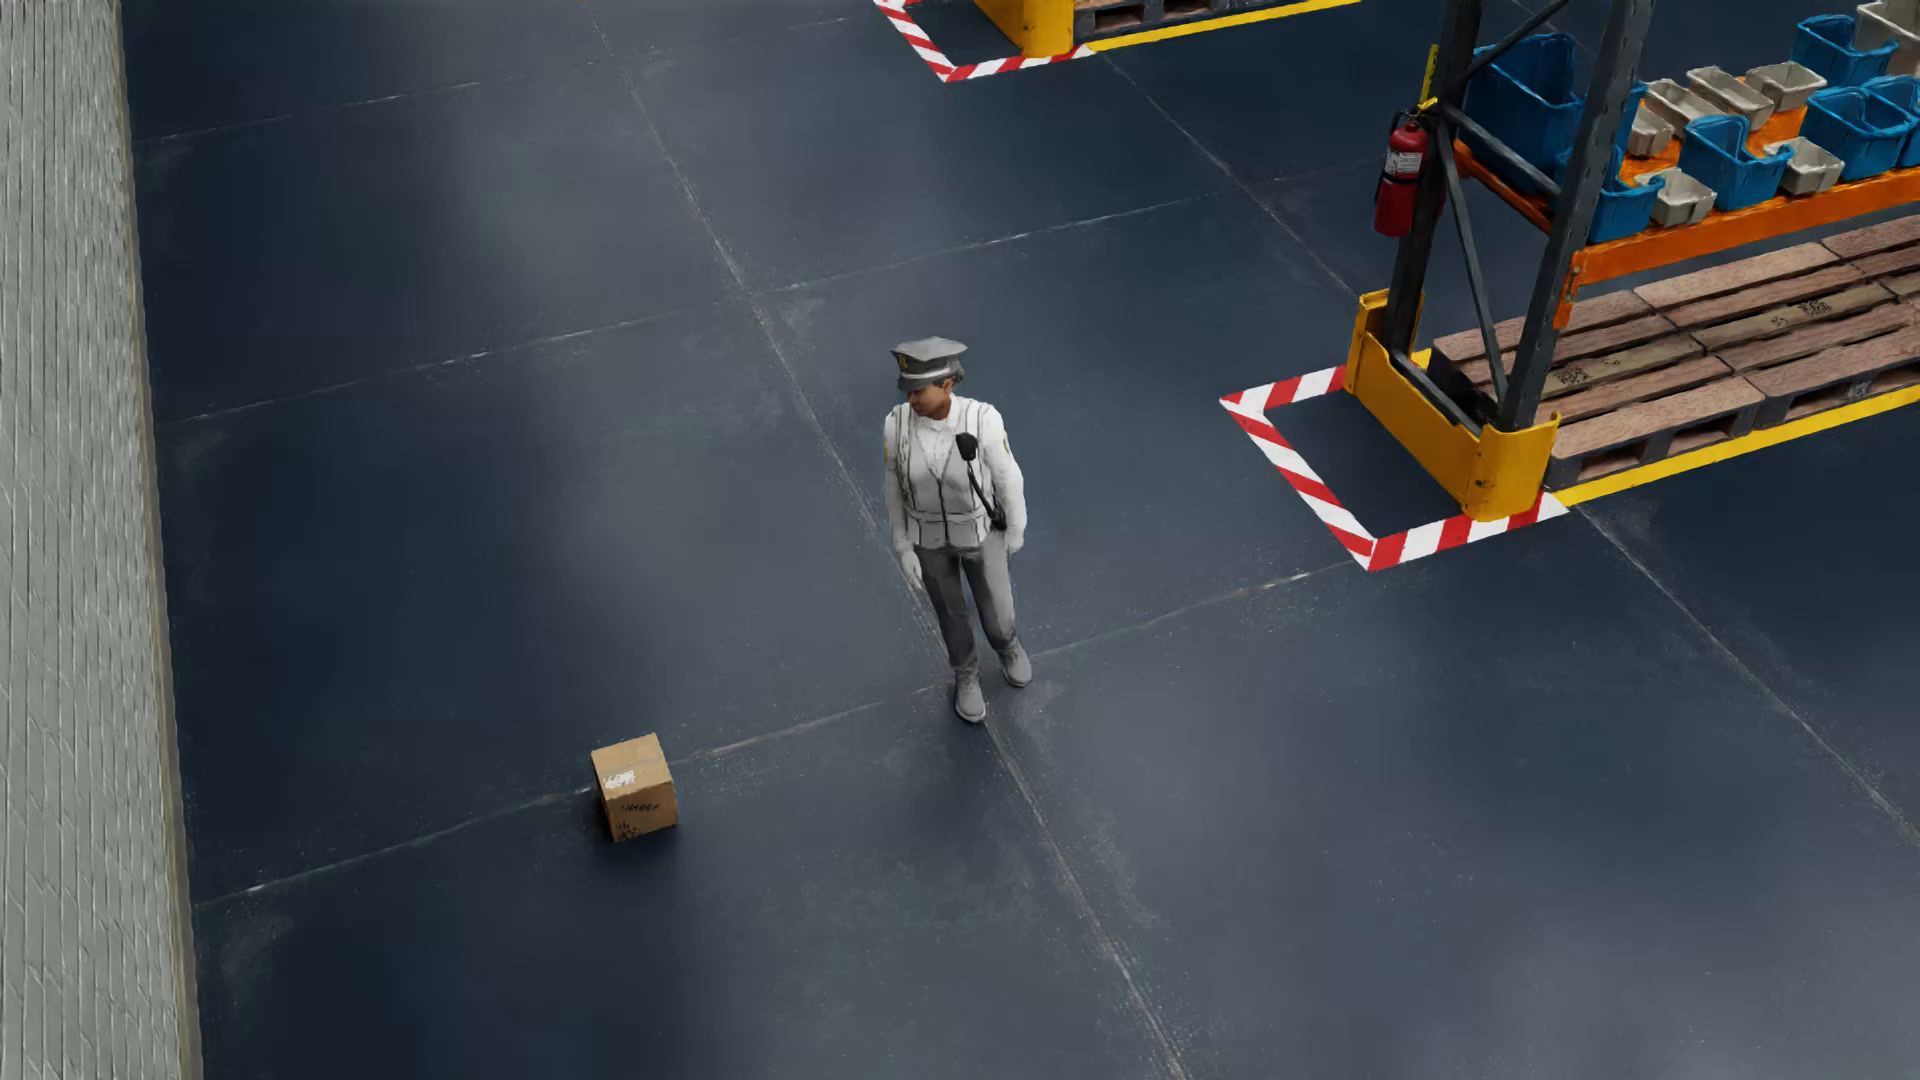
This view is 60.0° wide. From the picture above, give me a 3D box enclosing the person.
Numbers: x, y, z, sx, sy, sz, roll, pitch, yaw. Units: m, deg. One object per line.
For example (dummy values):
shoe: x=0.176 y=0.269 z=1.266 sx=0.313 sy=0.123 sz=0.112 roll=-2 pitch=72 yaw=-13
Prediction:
person: x=0.003 y=-0.022 z=6.163 sx=0.565 sy=1.661 sz=0.395 roll=4 pitch=42 yaw=4
